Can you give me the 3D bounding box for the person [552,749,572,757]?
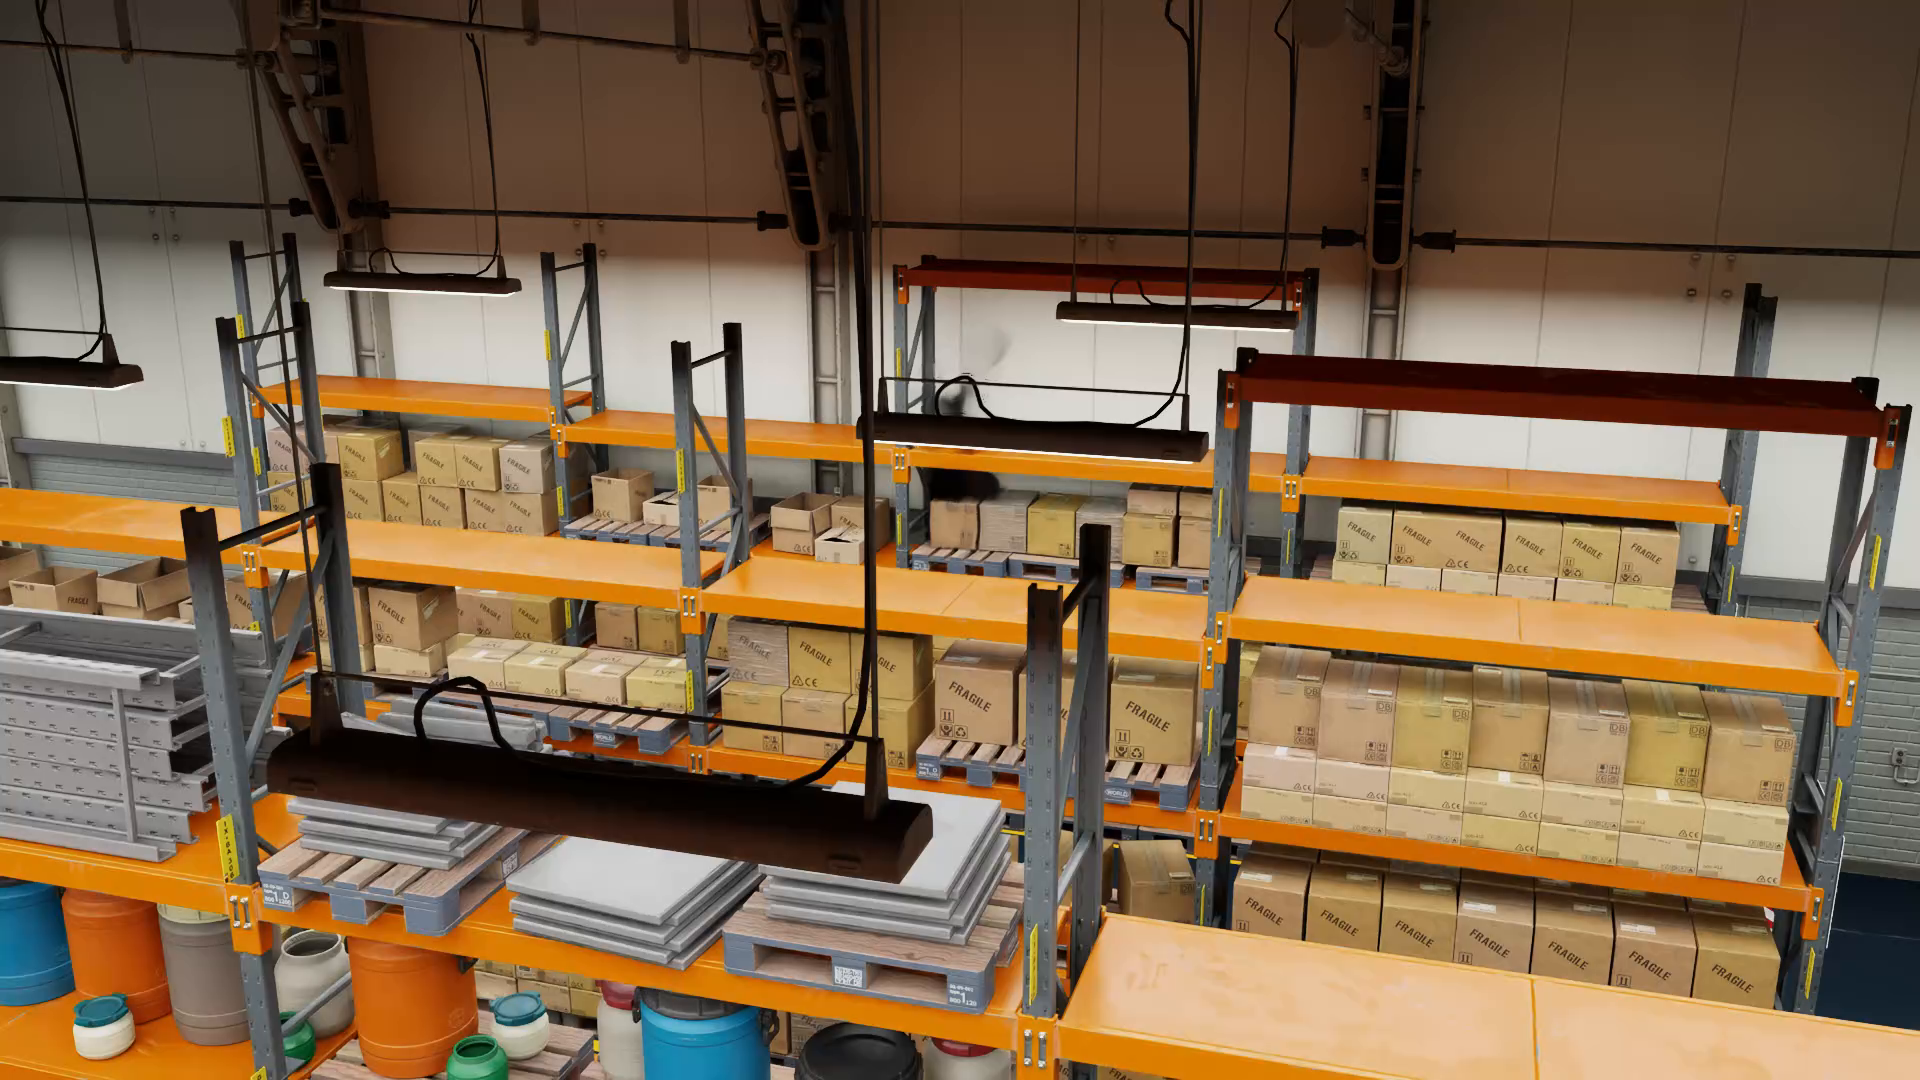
[{"bbox_3d":[-4.156,2.638,16.569,0.633,1.621,0.582,2,16,7],"label":"person"}]
